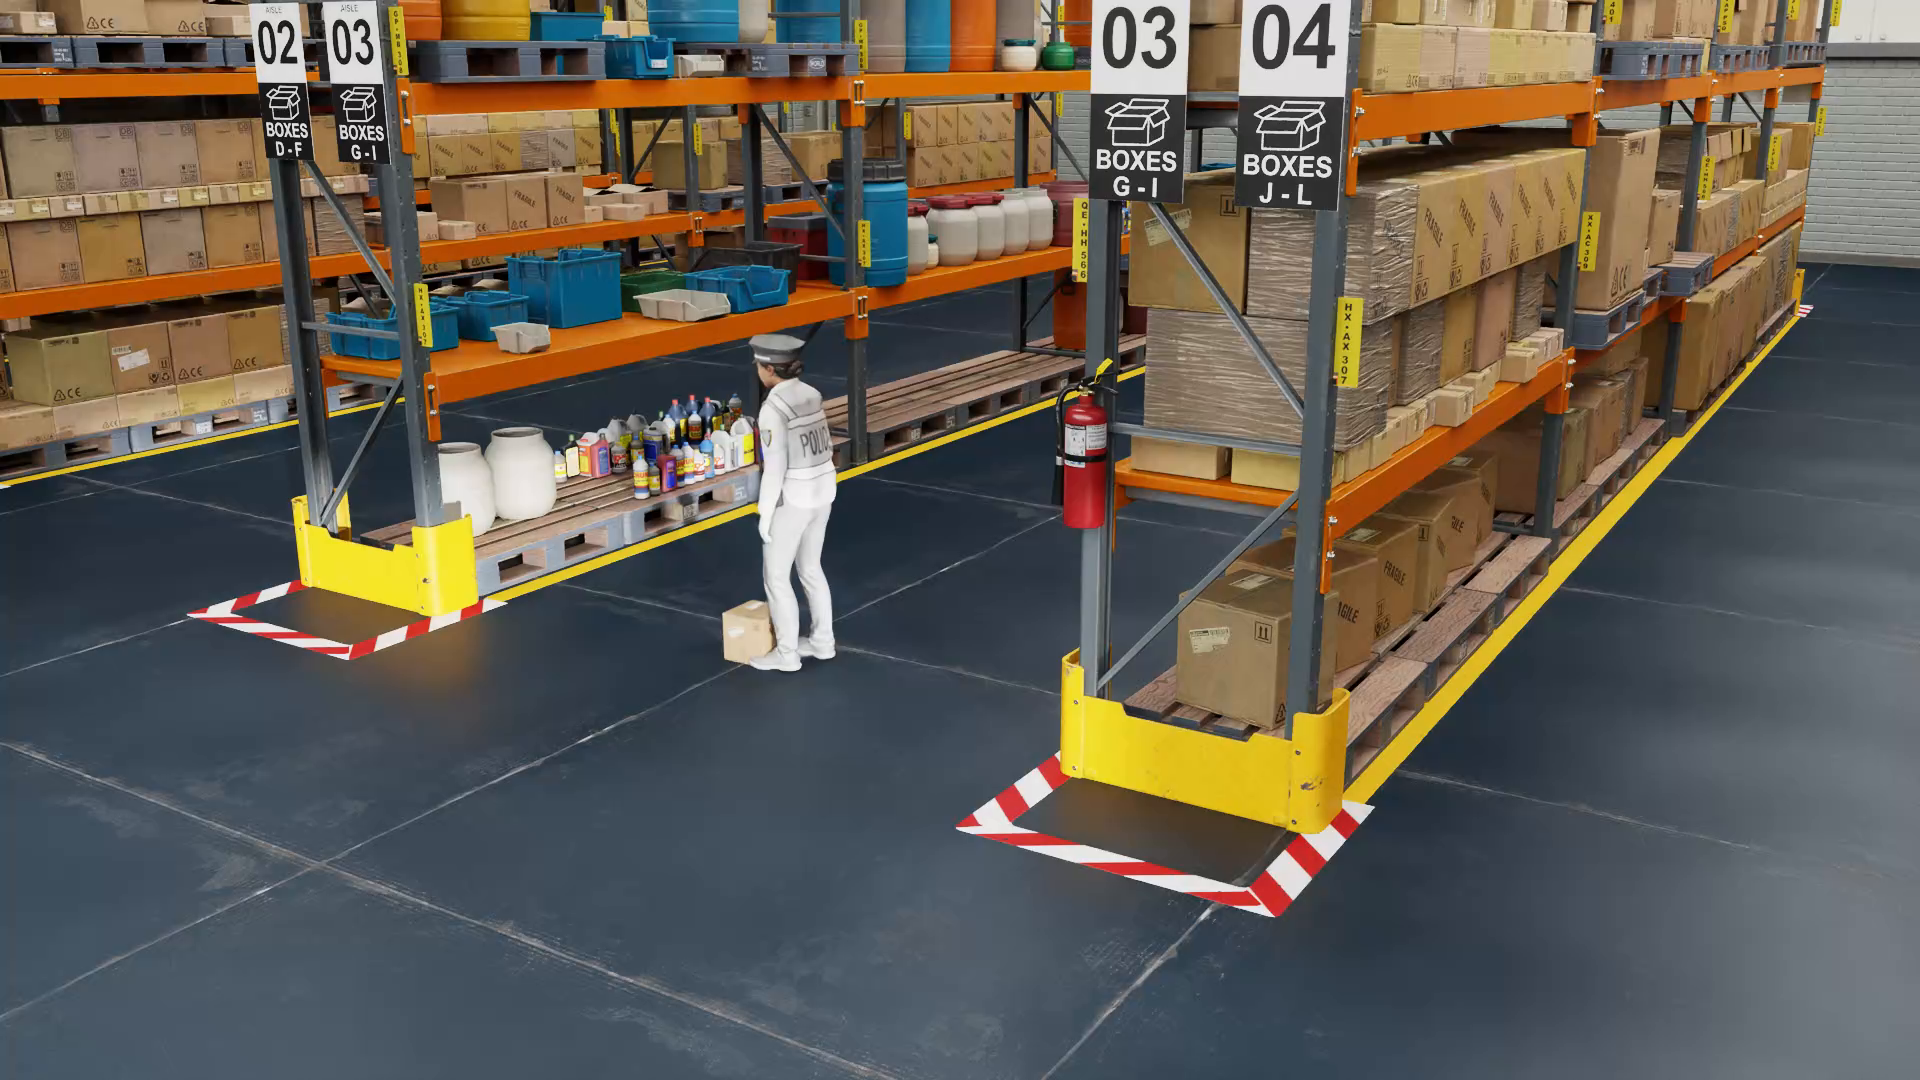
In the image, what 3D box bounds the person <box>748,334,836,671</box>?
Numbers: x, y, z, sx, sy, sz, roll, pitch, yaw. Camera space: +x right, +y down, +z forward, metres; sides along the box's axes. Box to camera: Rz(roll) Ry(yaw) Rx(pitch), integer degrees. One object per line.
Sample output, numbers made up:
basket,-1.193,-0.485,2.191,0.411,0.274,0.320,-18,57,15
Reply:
person,-0.831,-0.171,8.119,0.414,1.661,0.531,9,18,28
